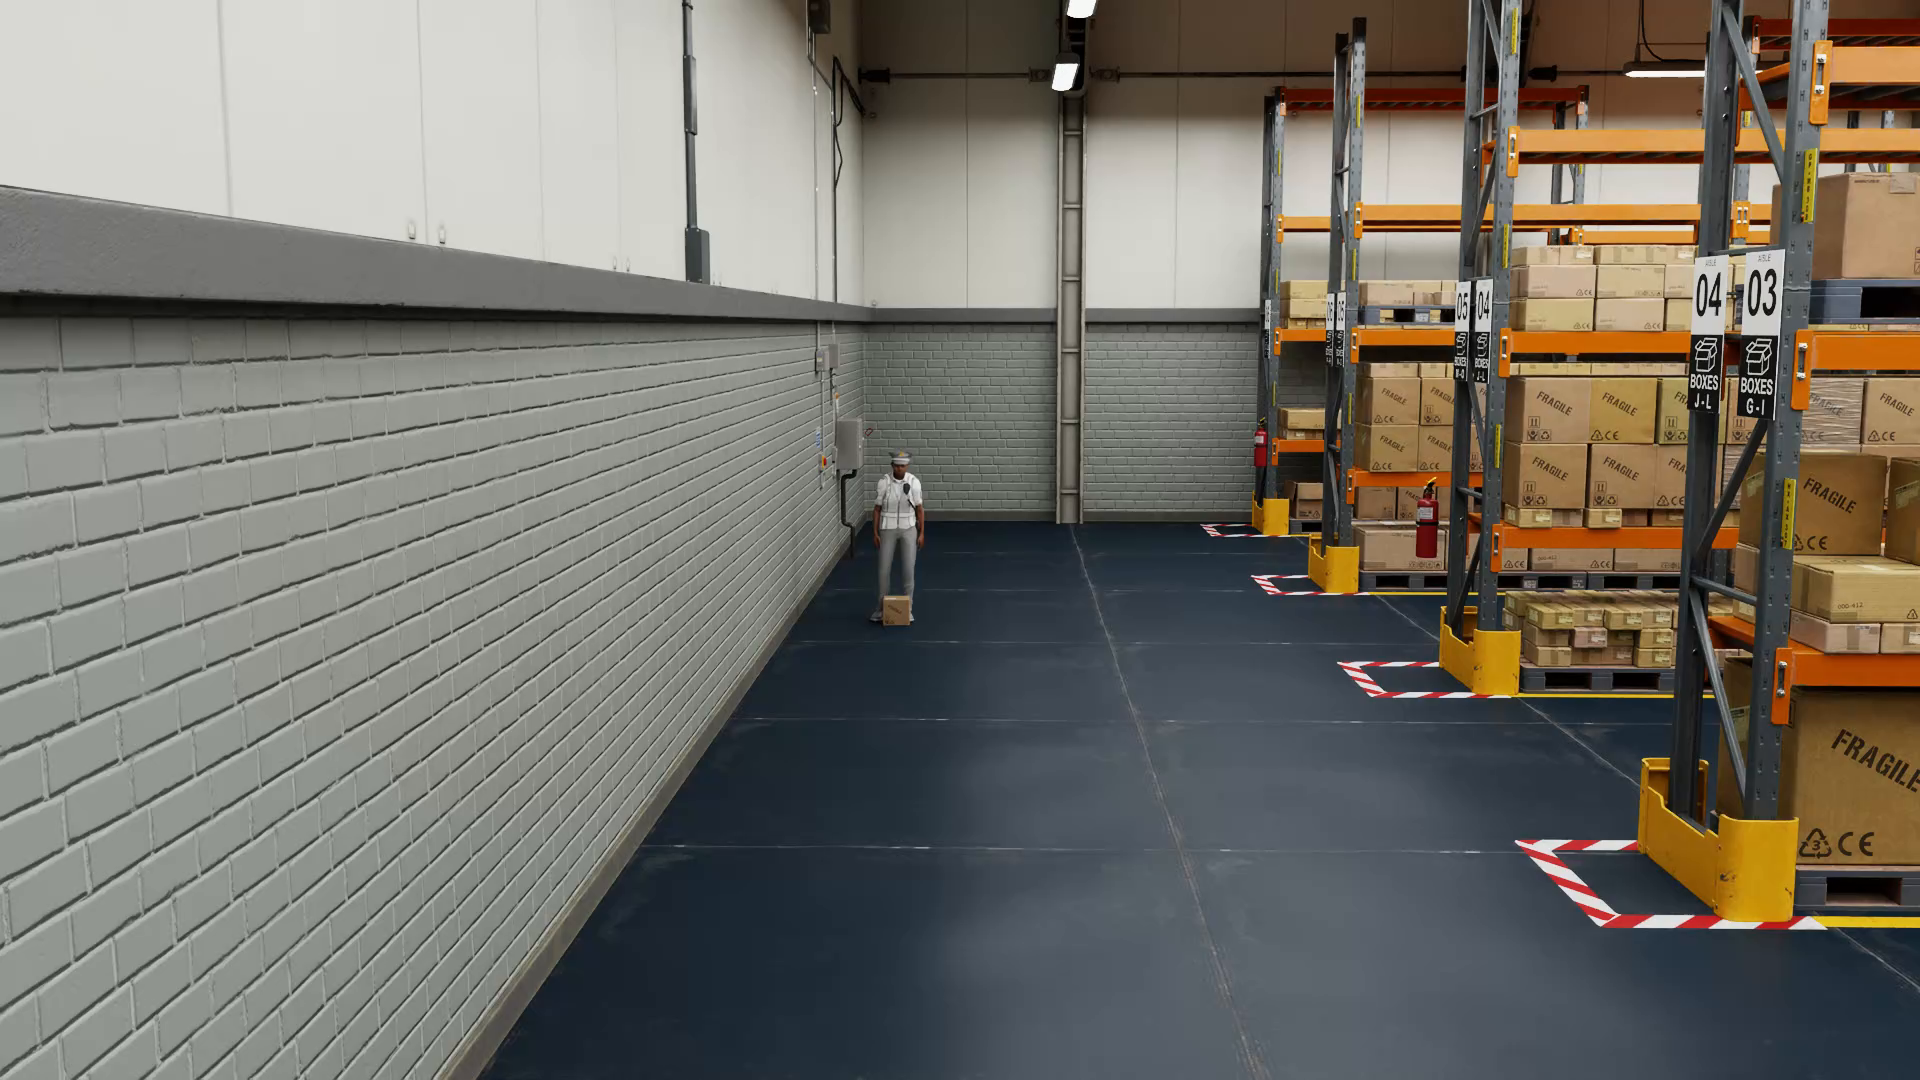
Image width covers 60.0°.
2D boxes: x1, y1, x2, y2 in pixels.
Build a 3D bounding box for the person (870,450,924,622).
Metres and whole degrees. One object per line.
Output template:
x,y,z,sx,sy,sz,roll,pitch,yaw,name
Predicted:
-0.610,-0.050,16.146,0.532,1.664,0.421,0,7,-2,person
